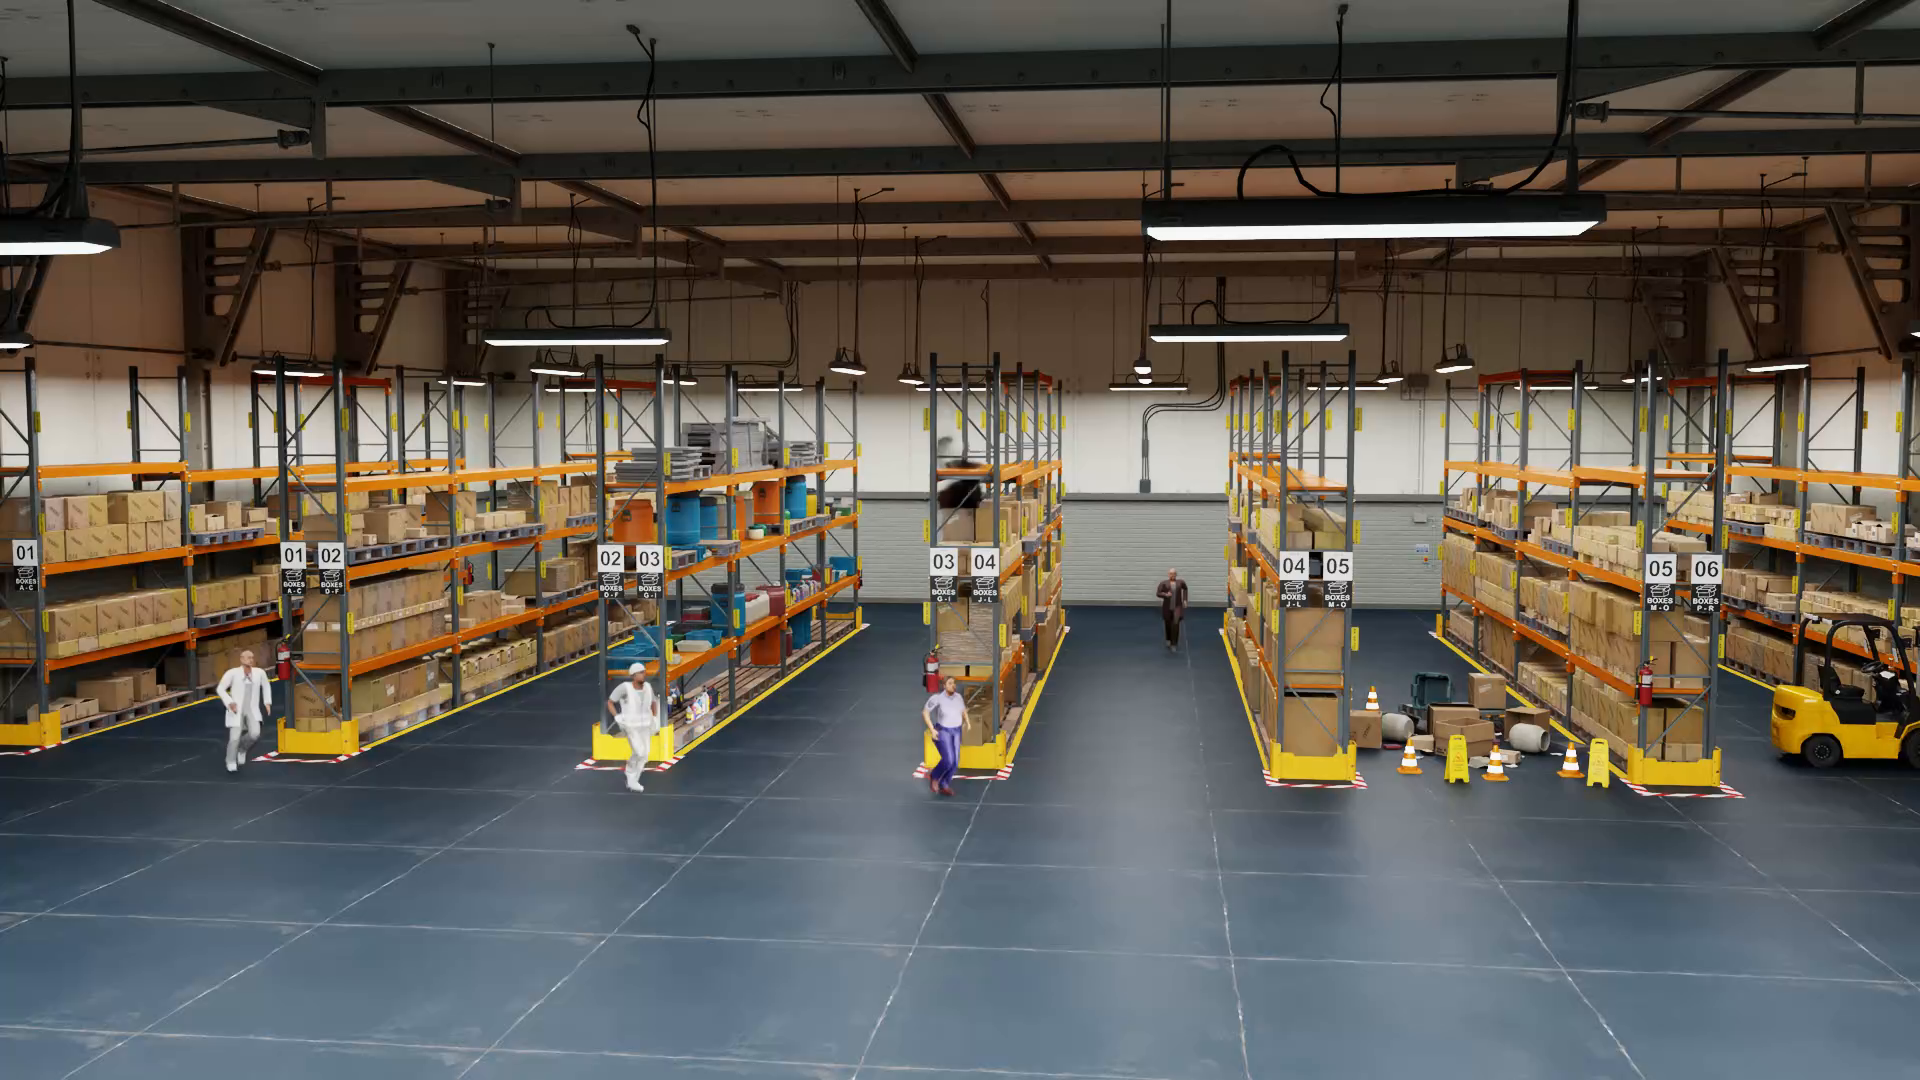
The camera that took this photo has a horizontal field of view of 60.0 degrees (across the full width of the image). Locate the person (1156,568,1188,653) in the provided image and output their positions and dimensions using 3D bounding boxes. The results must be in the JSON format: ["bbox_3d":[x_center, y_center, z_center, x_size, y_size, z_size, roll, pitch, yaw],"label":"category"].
[{"bbox_3d":[4.634,1.512,36.367,0.689,1.797,1.032,0,4,7],"label":"person"}]

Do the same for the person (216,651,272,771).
[{"bbox_3d":[-10.279,2.452,23.965,0.768,1.706,0.578,-3,5,-37],"label":"person"}]

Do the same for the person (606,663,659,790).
[{"bbox_3d":[-4.350,2.537,22.510,0.708,1.743,0.550,-4,6,-45],"label":"person"}]

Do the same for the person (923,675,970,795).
[{"bbox_3d":[-0.129,2.628,22.301,0.615,1.602,0.536,-3,5,-37],"label":"person"}]
